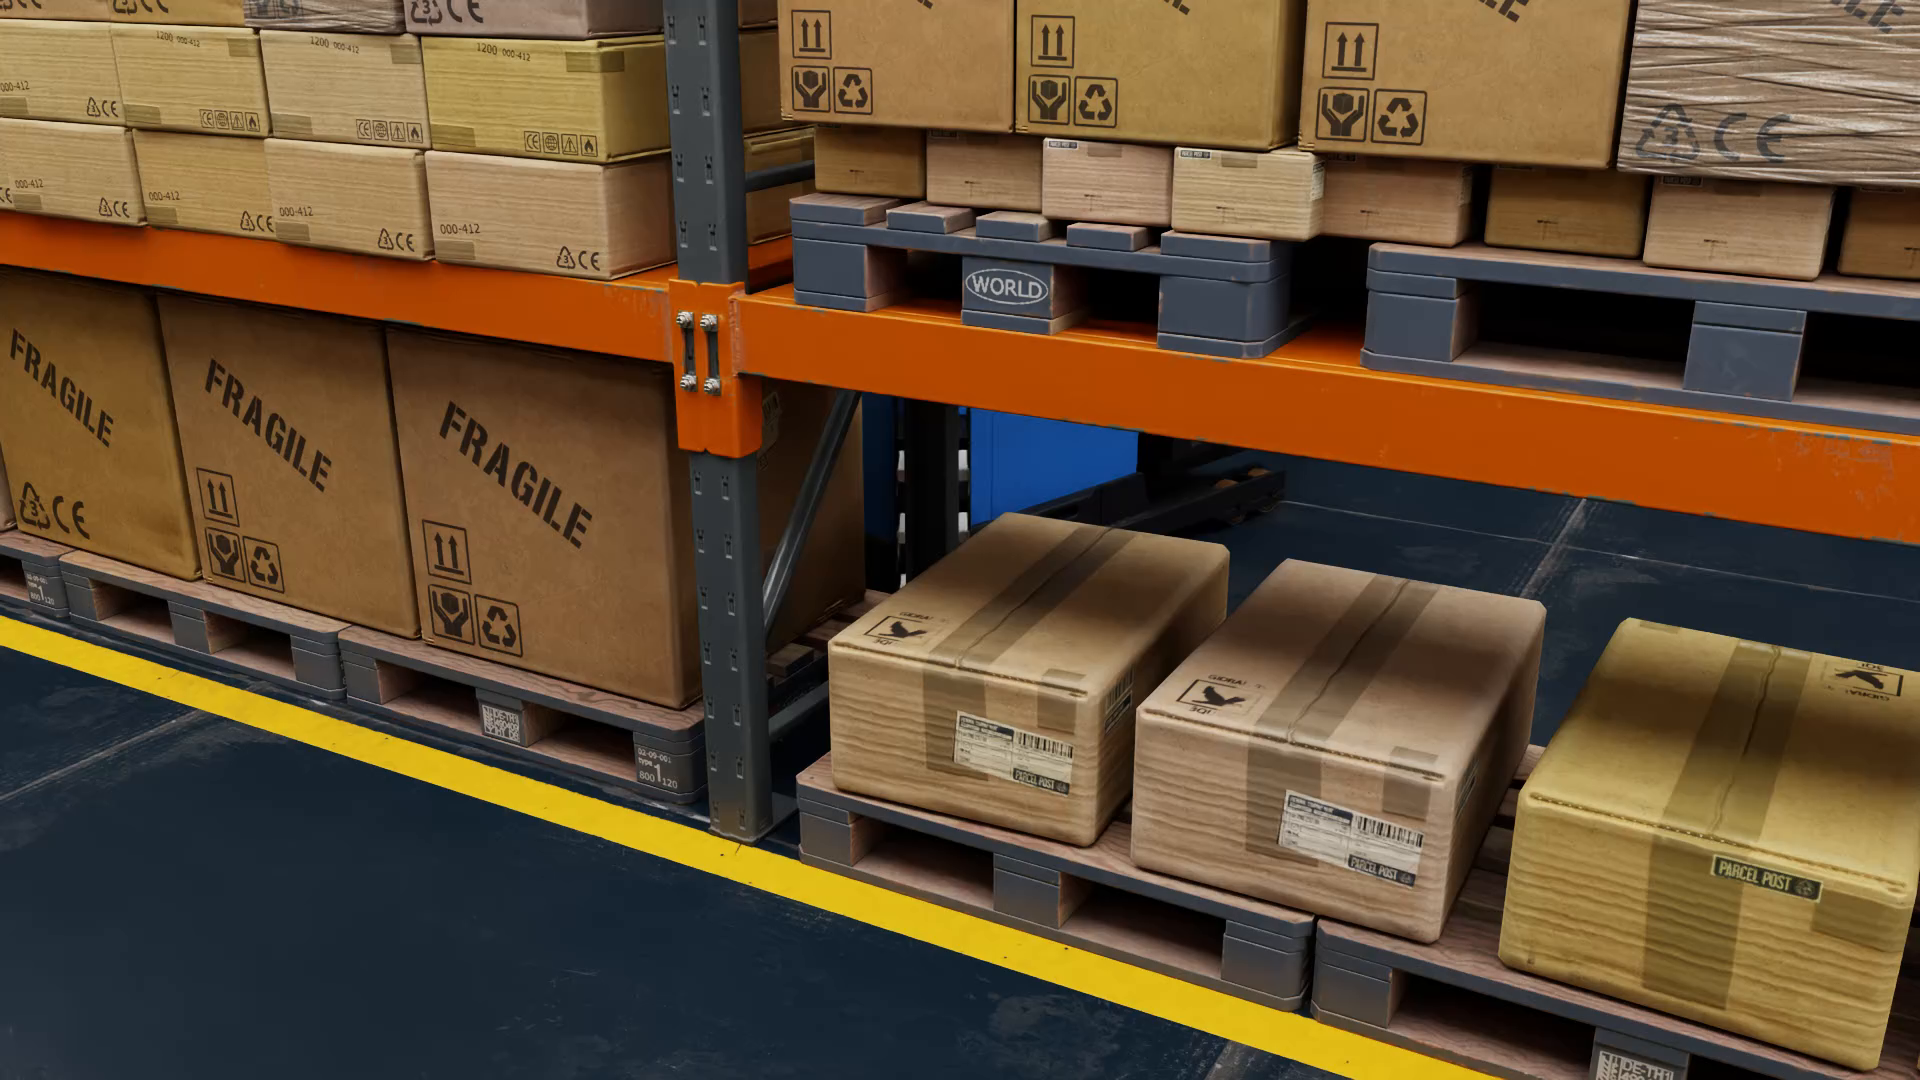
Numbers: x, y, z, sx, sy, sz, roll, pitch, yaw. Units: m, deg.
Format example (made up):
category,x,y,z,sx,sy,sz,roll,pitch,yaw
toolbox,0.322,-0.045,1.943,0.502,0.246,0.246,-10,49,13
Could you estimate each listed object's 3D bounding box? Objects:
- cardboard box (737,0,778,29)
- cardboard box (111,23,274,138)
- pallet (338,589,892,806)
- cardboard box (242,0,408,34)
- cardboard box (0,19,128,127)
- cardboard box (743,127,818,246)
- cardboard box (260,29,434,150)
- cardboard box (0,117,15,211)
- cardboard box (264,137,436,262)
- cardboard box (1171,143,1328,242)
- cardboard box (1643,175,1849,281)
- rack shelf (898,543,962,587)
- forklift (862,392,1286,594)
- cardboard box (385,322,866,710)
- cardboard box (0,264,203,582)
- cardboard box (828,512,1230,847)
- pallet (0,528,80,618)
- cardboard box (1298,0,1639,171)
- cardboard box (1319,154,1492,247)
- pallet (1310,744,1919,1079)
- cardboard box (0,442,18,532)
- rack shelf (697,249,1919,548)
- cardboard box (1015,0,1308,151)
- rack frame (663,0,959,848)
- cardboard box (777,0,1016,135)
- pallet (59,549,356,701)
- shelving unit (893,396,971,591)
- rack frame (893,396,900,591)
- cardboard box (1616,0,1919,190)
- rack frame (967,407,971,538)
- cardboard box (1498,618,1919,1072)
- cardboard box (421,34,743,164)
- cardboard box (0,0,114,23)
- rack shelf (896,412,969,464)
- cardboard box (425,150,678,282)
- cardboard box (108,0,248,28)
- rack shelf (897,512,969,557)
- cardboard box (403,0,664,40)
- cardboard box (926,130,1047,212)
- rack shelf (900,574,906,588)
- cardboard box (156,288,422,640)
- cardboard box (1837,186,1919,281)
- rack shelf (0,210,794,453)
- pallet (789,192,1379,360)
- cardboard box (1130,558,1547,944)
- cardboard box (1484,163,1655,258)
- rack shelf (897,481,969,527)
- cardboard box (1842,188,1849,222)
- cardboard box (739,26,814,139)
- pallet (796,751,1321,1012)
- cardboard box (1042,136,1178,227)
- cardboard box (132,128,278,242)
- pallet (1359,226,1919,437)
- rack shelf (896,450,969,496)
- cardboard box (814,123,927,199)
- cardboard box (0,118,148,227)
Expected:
category,x,y,z,sx,sy,sz,roll,pitch,yaw
cardboard box,-0.608,-1.523,4.051,0.500,0.500,0.500,10,22,26
cardboard box,-1.750,-1.183,4.215,0.500,0.250,0.500,10,22,26
pallet,-0.948,0.307,4.710,1.213,0.211,1.003,11,23,27
cardboard box,-1.327,-1.459,3.875,0.500,0.500,0.500,11,23,28
cardboard box,-2.203,-1.270,4.453,0.500,0.250,0.500,10,22,26
cardboard box,-0.601,-0.936,4.268,0.500,0.250,0.500,10,22,26
cardboard box,-1.293,-1.104,3.997,0.500,0.250,0.500,10,22,26
cardboard box,-2.641,-1.118,4.768,0.500,0.250,0.500,11,22,27
cardboard box,-1.318,-0.867,4.077,0.500,0.250,0.500,11,23,28
cardboard box,0.574,-0.652,3.017,0.250,0.149,0.380,11,23,28
cardboard box,1.284,-0.537,2.700,0.250,0.149,0.380,12,23,29
rack shelf,-0.076,0.053,4.759,0.200,0.077,0.258,-1,20,-1
forklift,0.562,-1.543,5.822,3.031,2.935,1.130,-18,27,-41
cardboard box,-0.859,-0.189,4.487,0.875,0.875,0.875,11,22,27
cardboard box,-2.416,-0.487,5.310,0.875,0.875,0.875,12,23,29
cardboard box,0.192,0.284,3.921,0.625,0.372,0.950,9,22,24
pallet,-3.078,-0.099,5.829,1.213,0.211,1.003,11,23,27
cardboard box,0.909,-0.920,2.805,0.500,0.500,0.500,11,23,28
cardboard box,0.822,-0.636,2.971,0.250,0.149,0.380,12,23,30
pallet,1.446,0.794,3.367,1.213,0.211,1.003,11,23,27
cardboard box,-3.208,-0.635,5.717,0.875,0.875,0.875,12,23,29
rack shelf,1.450,-0.180,3.017,4.000,0.370,1.077,11,23,27
cardboard box,0.442,-1.007,3.043,0.500,0.500,0.500,12,23,30
rack frame,-0.296,-0.851,3.811,0.127,3.000,1.000,11,23,27
cardboard box,-0.016,-1.091,3.276,0.500,0.500,0.500,10,22,26
pallet,-2.009,0.103,5.270,1.213,0.211,1.003,11,23,27
shelving unit,-0.076,-0.063,4.717,0.210,0.900,0.258,-1,20,-1
rack frame,-0.178,-0.062,4.716,0.006,0.900,0.240,-1,20,-1
cardboard box,1.342,-0.835,2.569,0.500,0.500,0.500,10,22,25
rack frame,0.026,-0.064,4.719,0.006,0.900,0.240,-1,20,-1
cardboard box,1.499,0.532,3.237,0.625,0.372,0.950,12,23,29
cardboard box,-0.843,-1.020,3.765,0.500,0.250,0.500,11,23,27
cardboard box,-2.196,-1.630,4.346,0.500,0.500,0.500,10,22,26
rack shelf,-0.077,-0.285,4.637,0.200,0.077,0.258,-1,20,-1
cardboard box,-0.865,-0.787,3.856,0.500,0.250,0.500,10,22,25
cardboard box,-1.758,-1.543,4.108,0.500,0.500,0.500,11,23,27
rack shelf,-0.076,-0.032,4.729,0.200,0.077,0.258,-1,20,-1
cardboard box,-0.875,-1.376,3.646,0.500,0.500,0.500,10,22,26
cardboard box,0.127,-0.764,3.324,0.250,0.149,0.380,9,22,24
rack shelf,-0.075,0.138,4.790,0.200,0.077,0.258,-1,20,-1
cardboard box,-1.636,-0.338,4.899,0.875,0.875,0.875,11,23,28
cardboard box,1.548,-0.517,2.643,0.250,0.149,0.380,10,22,25
rack shelf,-2.042,-0.845,4.851,4.000,0.370,1.077,11,23,27
pallet,0.378,-0.674,3.605,1.003,0.211,1.213,11,23,27
cardboard box,0.840,0.404,3.589,0.625,0.372,0.950,10,22,26
cardboard box,1.088,-0.600,2.874,0.250,0.149,0.380,12,23,29
rack shelf,-0.076,-0.116,4.698,0.200,0.077,0.258,-1,20,-1
cardboard box,1.743,-0.676,3.082,0.250,0.149,0.380,12,23,29
cardboard box,-0.618,-1.173,4.187,0.500,0.250,0.500,11,22,27
pallet,0.385,0.591,3.927,1.213,0.211,1.003,11,23,27
cardboard box,0.343,-0.704,3.161,0.250,0.149,0.380,9,22,24
cardboard box,-1.750,-0.956,4.321,0.500,0.250,0.500,11,22,27
pallet,1.452,-0.443,2.970,1.213,0.211,1.003,11,23,27
rack shelf,-0.077,-0.201,4.667,0.200,0.077,0.258,-1,20,-1
cardboard box,-0.103,-0.821,3.481,0.250,0.149,0.380,9,22,24
cardboard box,-2.209,-1.032,4.532,0.500,0.250,0.500,10,22,26
